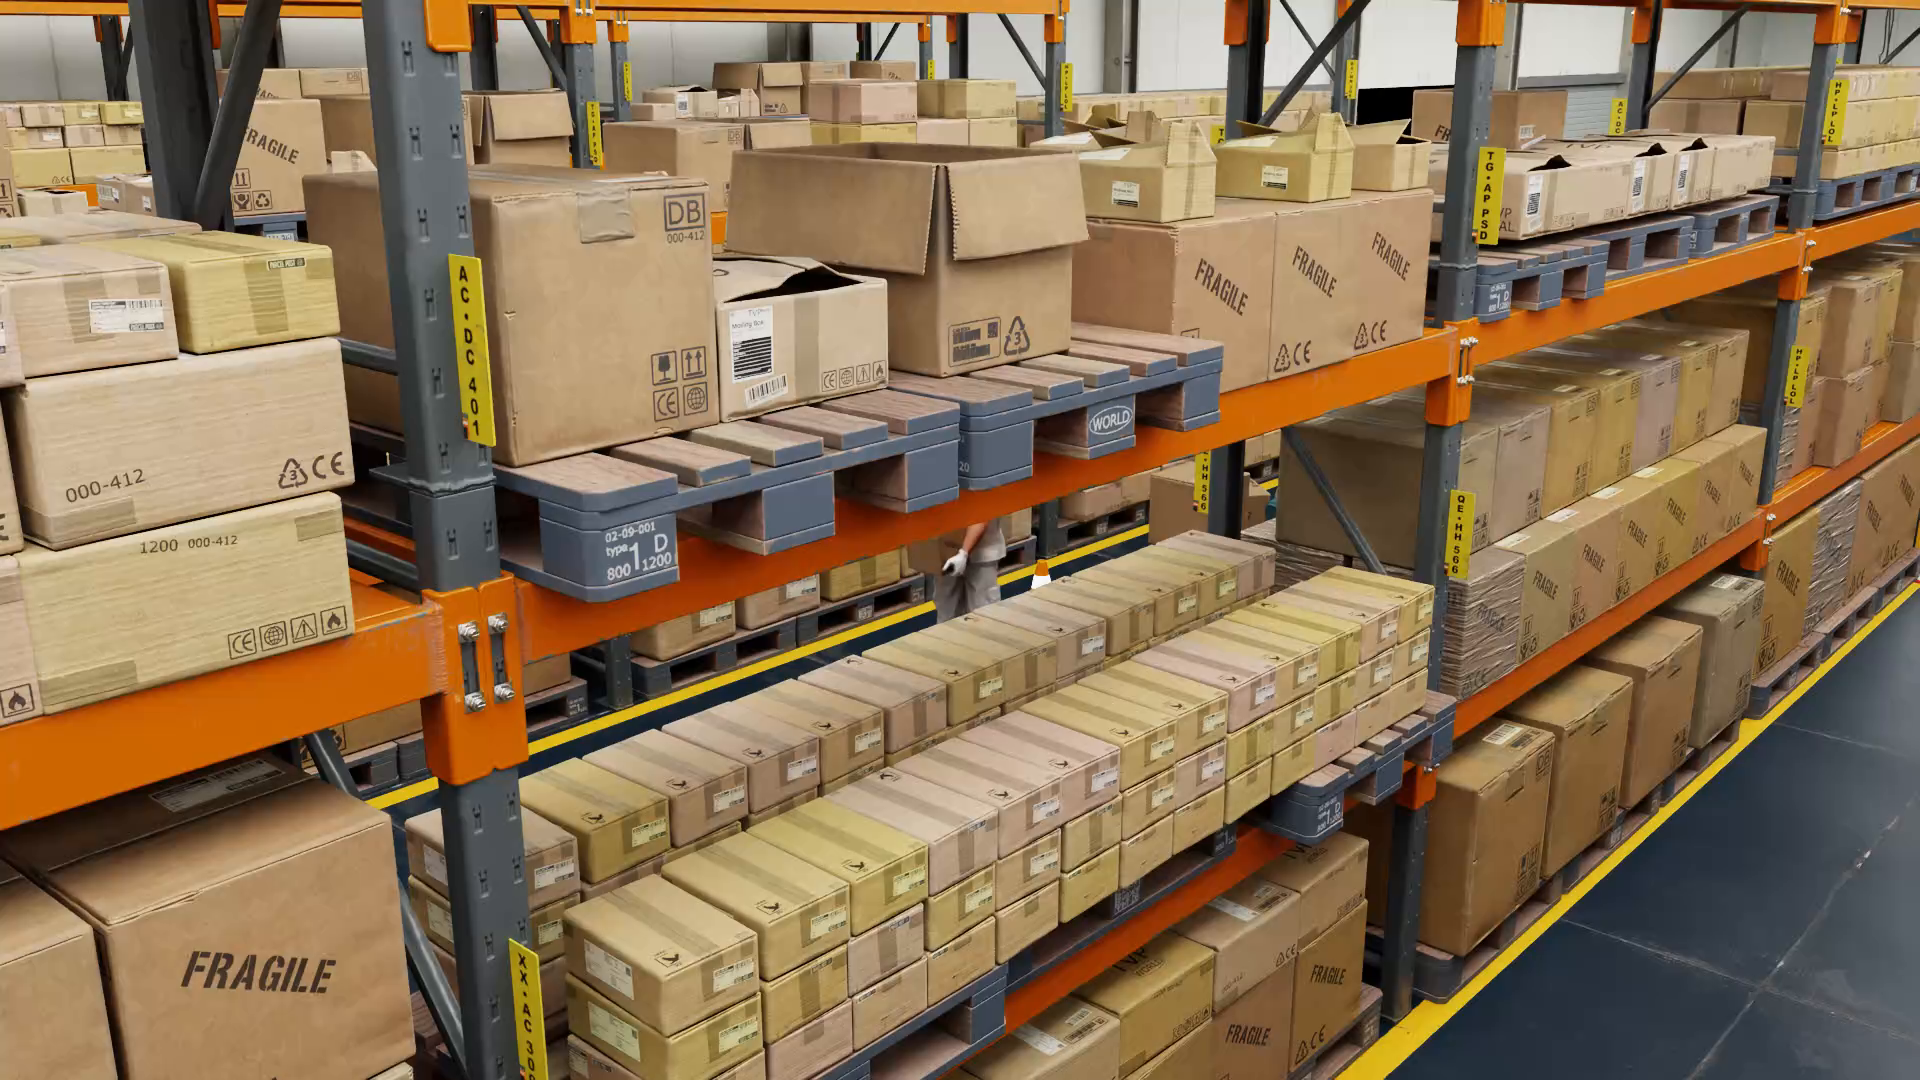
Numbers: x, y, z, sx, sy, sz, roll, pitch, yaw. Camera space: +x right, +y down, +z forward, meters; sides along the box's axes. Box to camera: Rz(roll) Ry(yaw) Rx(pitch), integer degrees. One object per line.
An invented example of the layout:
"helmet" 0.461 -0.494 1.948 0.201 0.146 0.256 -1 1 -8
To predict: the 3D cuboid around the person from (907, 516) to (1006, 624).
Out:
"person" 0.002 0.146 9.518 0.495 1.785 0.552 15 22 40
